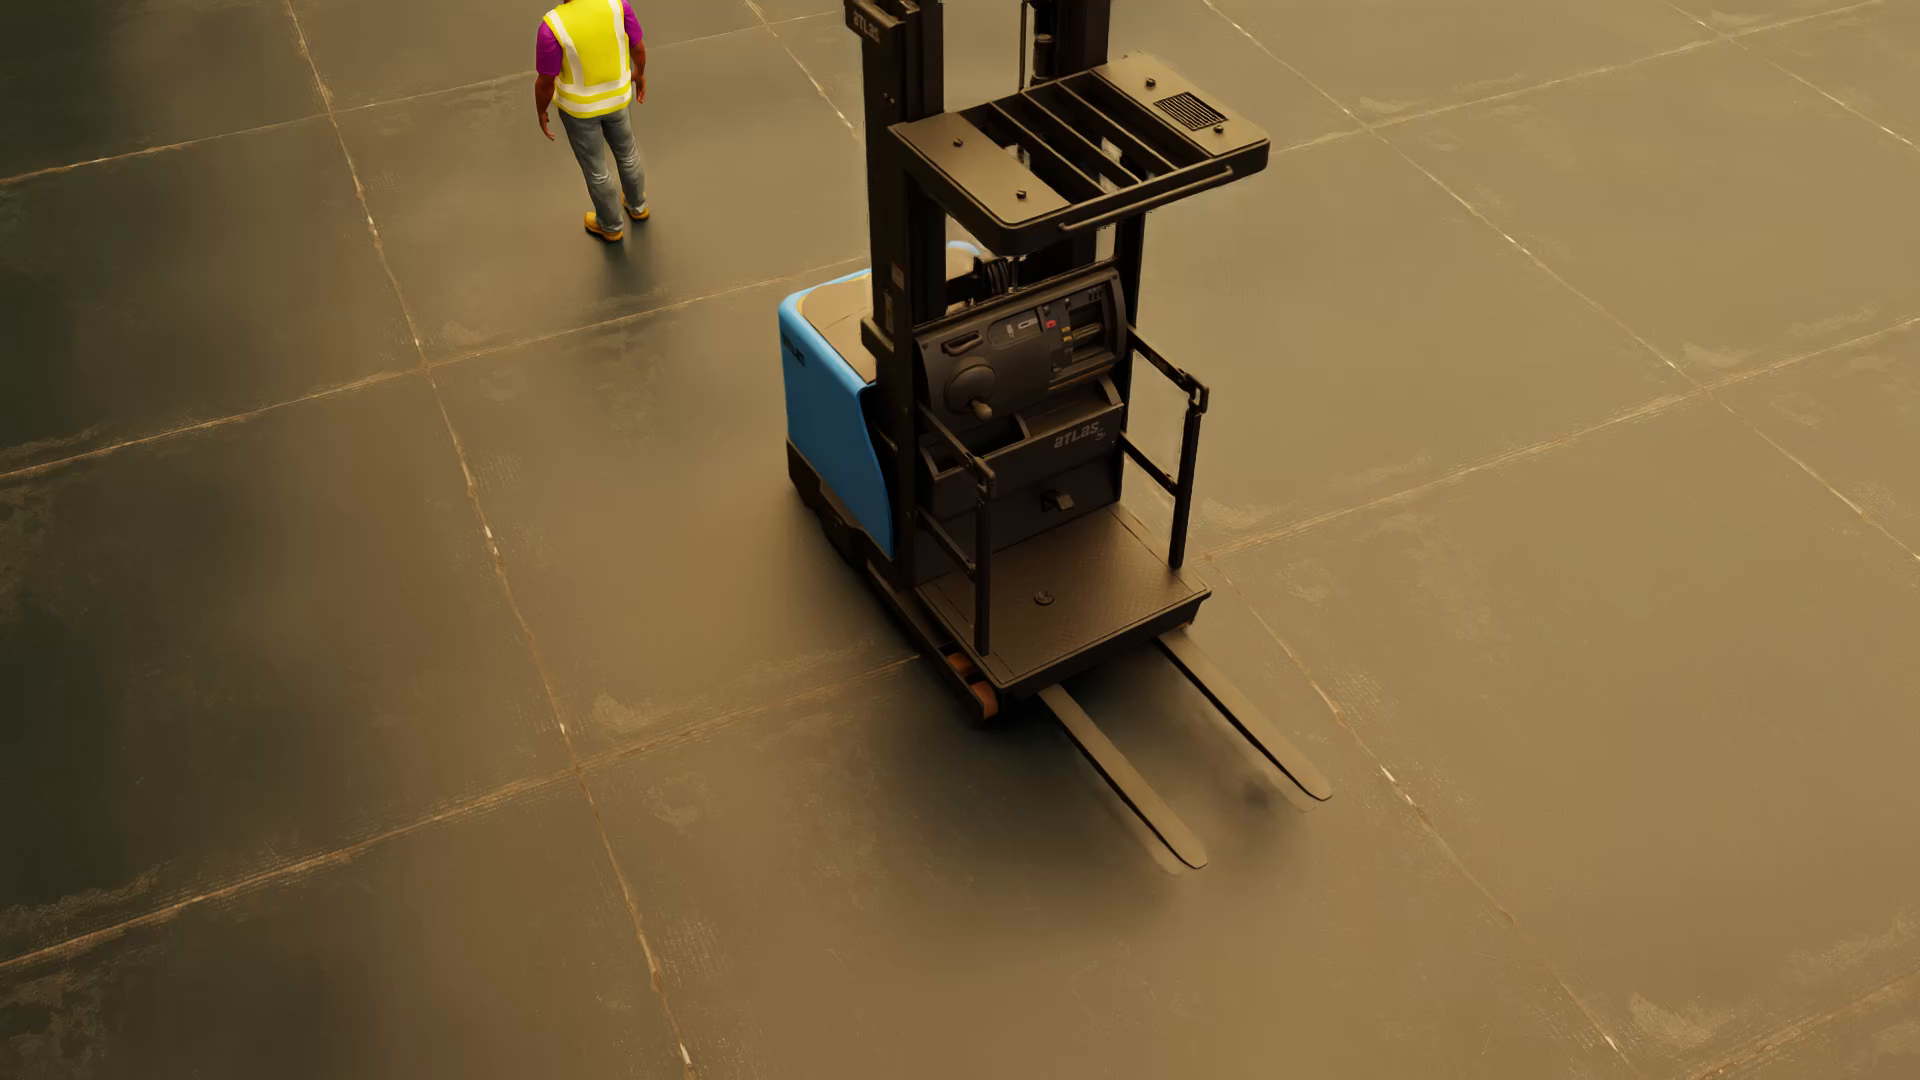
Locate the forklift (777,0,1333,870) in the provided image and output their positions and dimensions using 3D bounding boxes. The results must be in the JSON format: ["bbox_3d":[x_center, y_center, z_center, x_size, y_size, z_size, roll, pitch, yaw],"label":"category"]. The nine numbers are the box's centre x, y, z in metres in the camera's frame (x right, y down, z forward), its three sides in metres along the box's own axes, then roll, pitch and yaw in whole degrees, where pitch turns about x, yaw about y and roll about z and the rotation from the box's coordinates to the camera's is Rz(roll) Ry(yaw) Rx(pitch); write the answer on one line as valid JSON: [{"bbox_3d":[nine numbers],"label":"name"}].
[{"bbox_3d":[0.369,-0.681,6.409,1.130,2.935,3.031,-23,48,-23],"label":"forklift"}]

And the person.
[{"bbox_3d":[-2.053,-2.464,9.164,0.666,1.765,0.577,-26,49,-26],"label":"person"}]
